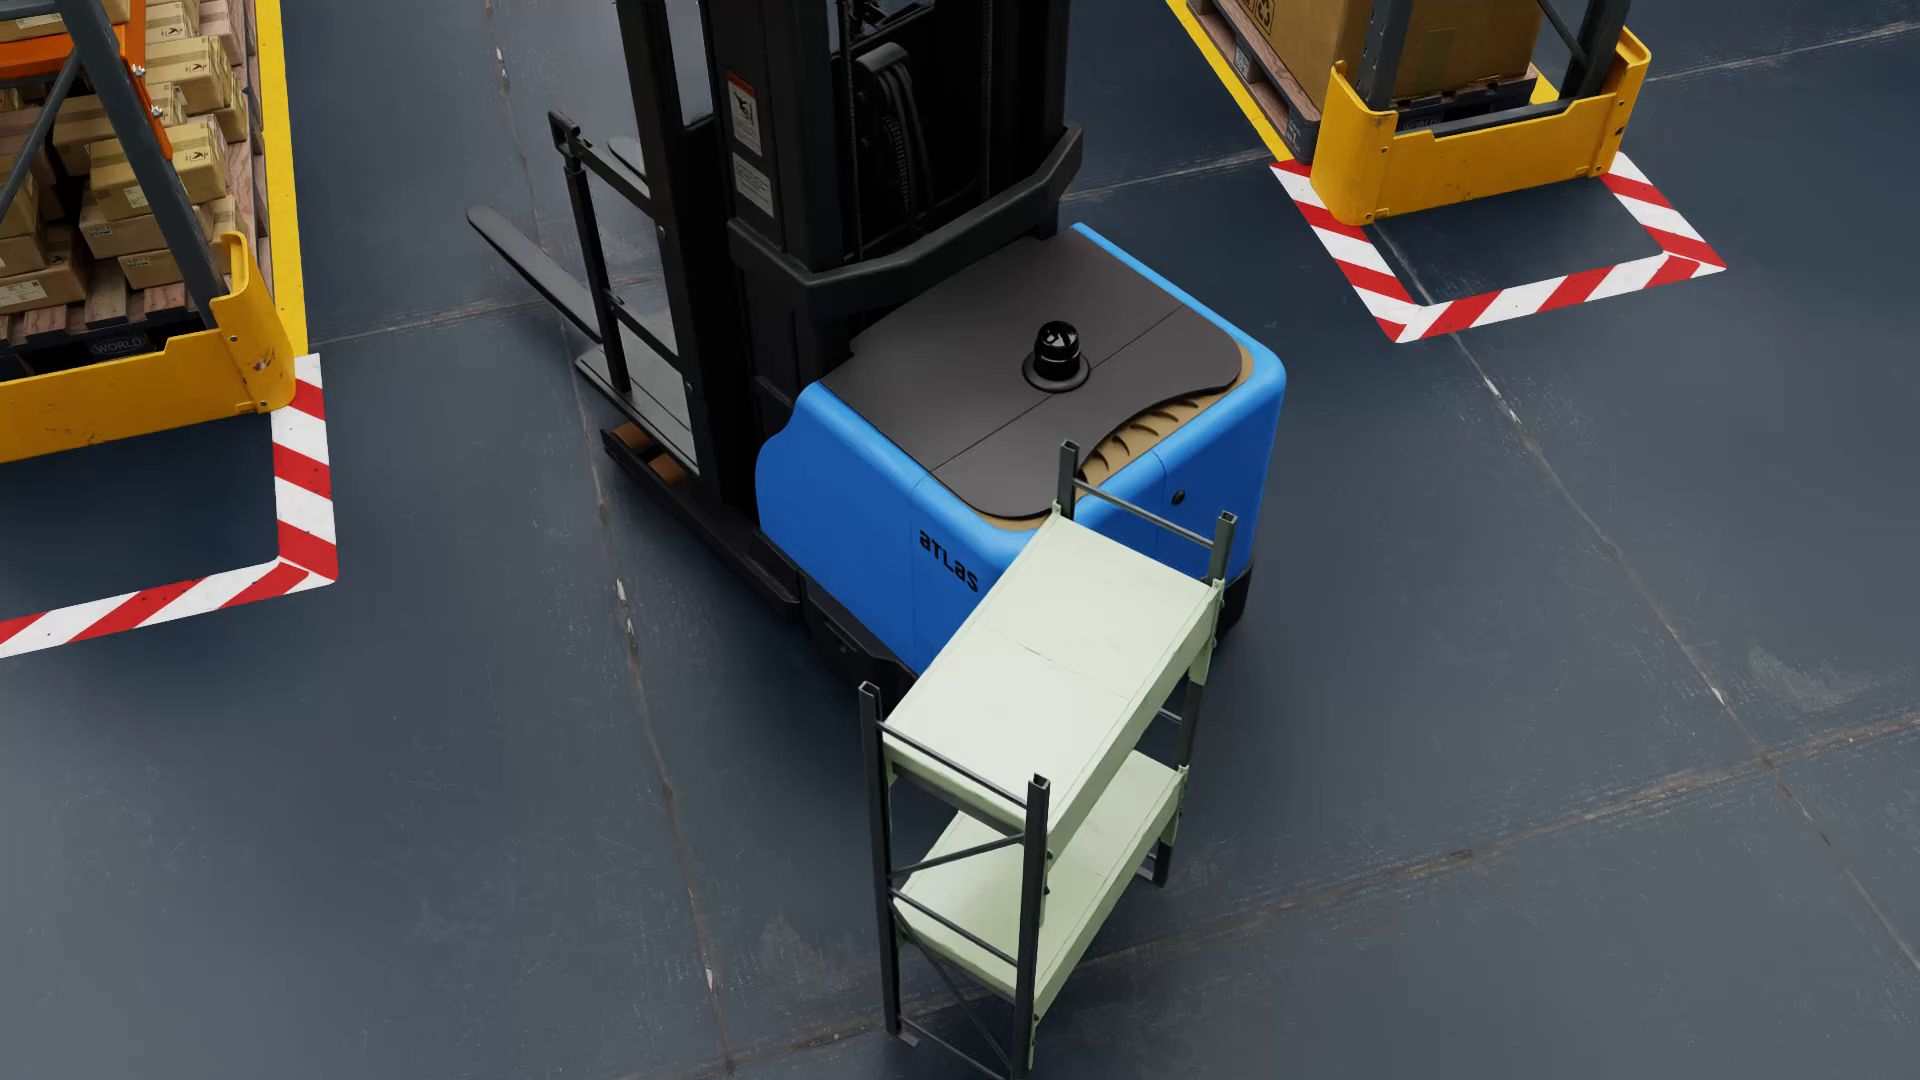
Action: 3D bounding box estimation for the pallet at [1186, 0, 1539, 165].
[{"bbox_3d":[1.623,-2.074,6.860,1.003,0.211,1.213,-13,51,-11],"label":"pallet"}]

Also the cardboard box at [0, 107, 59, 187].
[{"bbox_3d":[-3.252,-1.293,5.579,0.380,0.149,0.250,-12,51,-10],"label":"cardboard box"}]

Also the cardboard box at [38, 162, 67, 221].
[{"bbox_3d":[-3.288,-1.195,5.691,0.380,0.149,0.250,-14,51,-12],"label":"cardboard box"}]

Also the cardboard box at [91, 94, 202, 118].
[{"bbox_3d":[-2.927,-1.484,5.934,0.380,0.149,0.250,-13,51,-11],"label":"cardboard box"}]

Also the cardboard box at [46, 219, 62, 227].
[{"bbox_3d":[-3.361,-1.078,5.787,0.380,0.149,0.250,-12,51,-10],"label":"cardboard box"}]

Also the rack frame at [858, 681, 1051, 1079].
[{"bbox_3d":[-0.014,0.832,3.567,0.400,1.500,0.023,26,55,20],"label":"rack frame"}]

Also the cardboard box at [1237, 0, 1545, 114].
[{"bbox_3d":[1.669,-2.306,6.347,0.875,0.875,0.875,-13,51,-11],"label":"cardboard box"}]

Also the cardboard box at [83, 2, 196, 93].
[{"bbox_3d":[-2.965,-1.776,5.986,0.380,0.149,0.250,-16,52,-13],"label":"cardboard box"}]

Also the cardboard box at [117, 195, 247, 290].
[{"bbox_3d":[-2.683,-1.030,5.747,0.380,0.149,0.250,-12,51,-10],"label":"cardboard box"}]

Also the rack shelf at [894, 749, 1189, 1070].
[{"bbox_3d":[0.184,0.807,4.015,0.431,0.370,0.720,26,55,20],"label":"rack shelf"}]

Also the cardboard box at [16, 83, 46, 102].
[{"bbox_3d":[-3.466,-1.657,5.886,0.380,0.149,0.250,-15,52,-12],"label":"cardboard box"}]

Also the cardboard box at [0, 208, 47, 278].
[{"bbox_3d":[-3.262,-0.992,5.520,0.380,0.149,0.250,-15,51,-12],"label":"cardboard box"}]

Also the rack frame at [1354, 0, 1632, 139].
[{"bbox_3d":[1.934,-2.407,5.317,1.000,3.000,0.127,-13,51,-11],"label":"rack frame"}]

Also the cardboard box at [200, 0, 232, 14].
[{"bbox_3d":[-3.153,-2.157,6.697,0.380,0.149,0.250,-13,51,-11],"label":"cardboard box"}]

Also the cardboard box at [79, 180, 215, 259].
[{"bbox_3d":[-2.743,-1.112,5.621,0.380,0.149,0.250,-11,51,-9],"label":"cardboard box"}]

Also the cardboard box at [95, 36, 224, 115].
[{"bbox_3d":[-2.813,-1.614,5.849,0.380,0.149,0.250,-13,51,-11],"label":"cardboard box"}]

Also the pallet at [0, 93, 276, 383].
[{"bbox_3d":[-3.062,-1.117,6.054,1.003,0.211,1.213,-13,51,-11],"label":"pallet"}]

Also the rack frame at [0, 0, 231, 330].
[{"bbox_3d":[-2.834,-1.359,4.434,1.000,3.000,0.127,-13,51,-11],"label":"rack frame"}]

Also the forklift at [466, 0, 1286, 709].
[{"bbox_3d":[-0.508,-1.292,4.422,1.130,2.935,3.031,-35,58,-26],"label":"forklift"}]

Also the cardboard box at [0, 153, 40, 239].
[{"bbox_3d":[-3.232,-1.096,5.413,0.380,0.149,0.250,-13,51,-11],"label":"cardboard box"}]

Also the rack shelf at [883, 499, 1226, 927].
[{"bbox_3d":[0.184,0.345,3.467,0.431,0.370,0.720,26,55,20],"label":"rack shelf"}]

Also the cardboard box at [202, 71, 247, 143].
[{"bbox_3d":[-2.889,-1.594,6.222,0.380,0.149,0.250,-13,51,-11],"label":"cardboard box"}]

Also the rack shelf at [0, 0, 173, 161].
[{"bbox_3d":[-3.425,-2.588,5.940,1.077,0.370,4.000,-13,51,-11],"label":"rack shelf"}]

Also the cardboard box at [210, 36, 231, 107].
[{"bbox_3d":[-2.899,-1.695,6.113,0.380,0.149,0.250,-12,51,-10],"label":"cardboard box"}]

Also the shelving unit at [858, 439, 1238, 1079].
[{"bbox_3d":[0.184,0.597,3.766,0.431,1.500,0.755,26,55,20],"label":"shelving unit"}]

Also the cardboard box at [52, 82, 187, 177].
[{"bbox_3d":[-2.860,-1.401,5.670,0.380,0.149,0.250,-12,51,-10],"label":"cardboard box"}]

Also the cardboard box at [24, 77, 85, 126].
[{"bbox_3d":[-3.399,-1.591,6.025,0.380,0.149,0.250,-14,51,-11],"label":"cardboard box"}]

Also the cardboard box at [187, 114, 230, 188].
[{"bbox_3d":[-2.770,-1.325,5.800,0.380,0.149,0.250,-14,51,-11],"label":"cardboard box"}]

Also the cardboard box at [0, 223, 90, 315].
[{"bbox_3d":[-3.188,-0.913,5.647,0.380,0.149,0.250,-13,51,-10],"label":"cardboard box"}]

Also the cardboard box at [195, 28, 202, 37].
[{"bbox_3d":[-3.069,-1.868,6.258,0.380,0.149,0.250,-16,52,-13],"label":"cardboard box"}]

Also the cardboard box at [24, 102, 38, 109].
[{"bbox_3d":[-3.418,-1.371,5.840,0.380,0.149,0.250,-15,52,-12],"label":"cardboard box"}]

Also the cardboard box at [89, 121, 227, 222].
[{"bbox_3d":[-2.664,-1.227,5.523,0.380,0.149,0.250,-15,52,-13],"label":"cardboard box"}]

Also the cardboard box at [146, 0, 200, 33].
[{"bbox_3d":[-3.038,-1.981,6.159,0.380,0.149,0.250,-12,51,-10],"label":"cardboard box"}]

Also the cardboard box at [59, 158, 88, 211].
[{"bbox_3d":[-3.357,-1.290,5.966,0.380,0.149,0.250,-14,51,-11],"label":"cardboard box"}]

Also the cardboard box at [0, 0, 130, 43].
[{"bbox_3d":[-2.616,-1.589,4.792,0.380,0.149,0.250,-14,51,-11],"label":"cardboard box"}]

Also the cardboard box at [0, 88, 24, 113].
[{"bbox_3d":[-3.450,-1.453,5.714,0.380,0.149,0.250,-14,51,-12],"label":"cardboard box"}]

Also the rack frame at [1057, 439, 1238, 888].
[{"bbox_3d":[0.383,0.362,3.964,0.400,1.500,0.023,26,55,20],"label":"rack frame"}]

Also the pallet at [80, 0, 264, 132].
[{"bbox_3d":[-3.420,-2.006,6.803,1.003,0.211,1.213,-13,51,-11],"label":"pallet"}]

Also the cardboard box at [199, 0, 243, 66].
[{"bbox_3d":[-3.046,-1.961,6.531,0.380,0.149,0.250,-16,52,-13],"label":"cardboard box"}]

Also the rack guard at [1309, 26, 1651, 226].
[{"bbox_3d":[1.942,-1.583,6.258,1.175,0.500,0.348,-13,51,-11],"label":"rack guard"}]

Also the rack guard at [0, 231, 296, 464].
[{"bbox_3d":[-2.856,-0.609,5.436,1.175,0.500,0.348,-13,51,-11],"label":"rack guard"}]
